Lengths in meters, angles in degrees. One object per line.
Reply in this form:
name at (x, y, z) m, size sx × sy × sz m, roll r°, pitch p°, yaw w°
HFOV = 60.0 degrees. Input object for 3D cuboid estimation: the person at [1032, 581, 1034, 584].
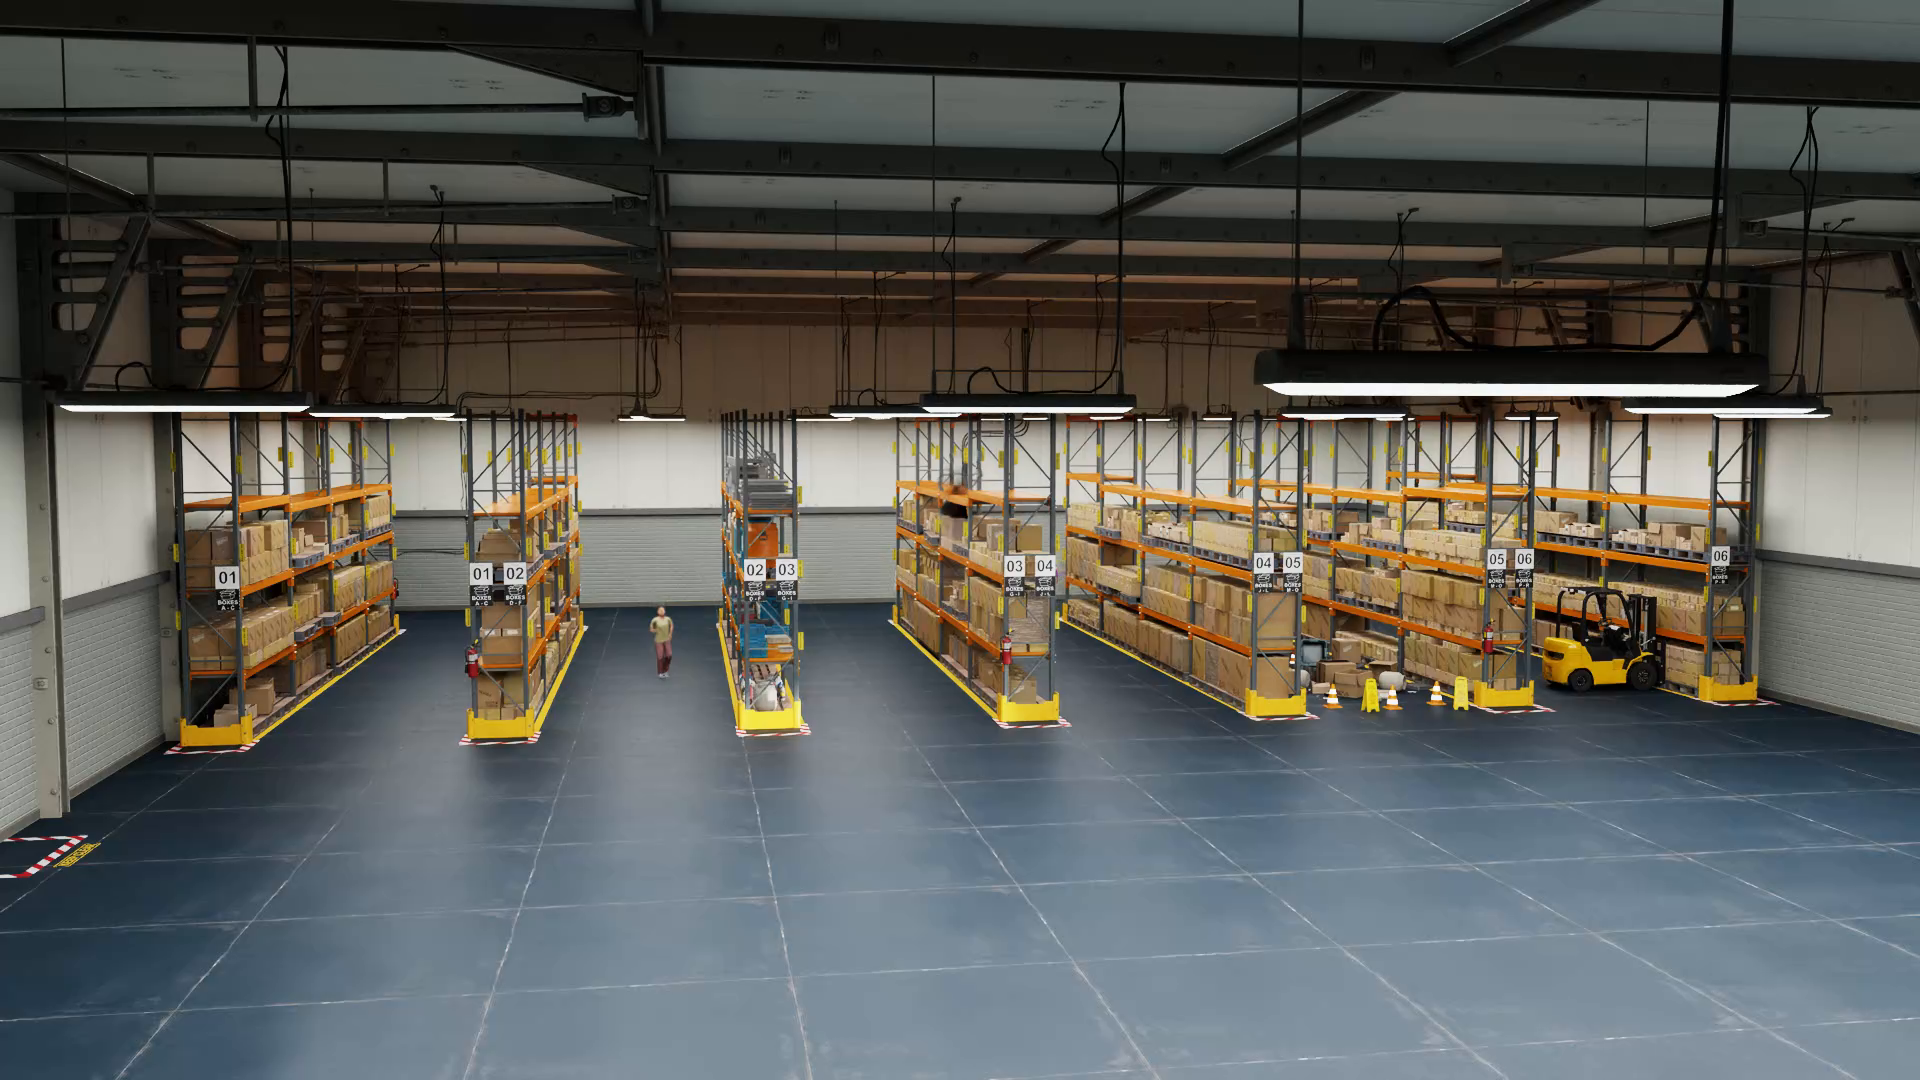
person at (1.788, 1.504, 49.083) m, size 0.916 × 1.591 × 0.536 m, roll 3°, pitch 5°, yaw 40°

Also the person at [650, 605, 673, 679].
person at (-6.660, 2.293, 37.289) m, size 0.562 × 1.656 × 0.595 m, roll -2°, pitch 4°, yaw -21°

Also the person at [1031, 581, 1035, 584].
person at (1.869, 1.523, 48.091) m, size 0.755 × 1.702 × 0.946 m, roll 0°, pitch 4°, yaw 6°
